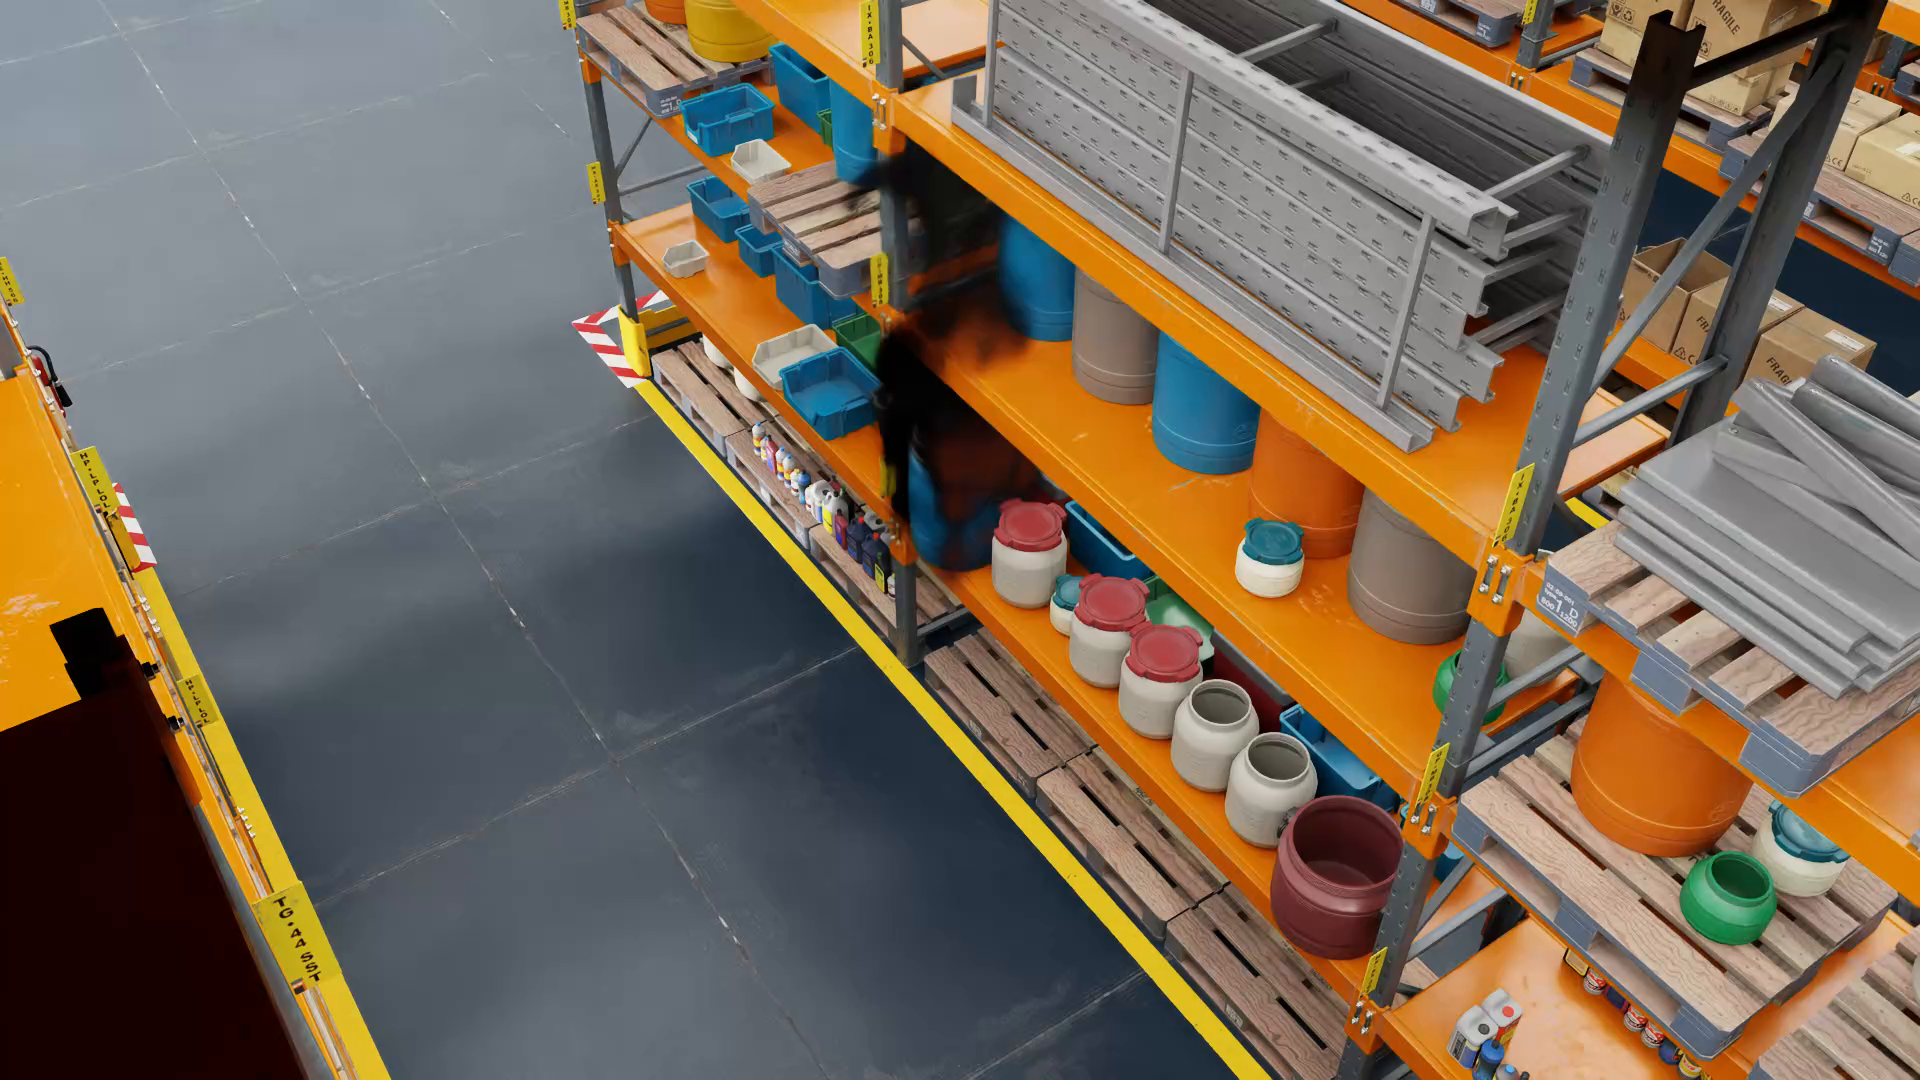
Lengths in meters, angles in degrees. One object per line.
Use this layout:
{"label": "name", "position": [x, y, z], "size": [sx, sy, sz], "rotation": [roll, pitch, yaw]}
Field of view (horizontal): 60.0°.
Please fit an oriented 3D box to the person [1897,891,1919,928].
{"label": "person", "position": [5.274, 1.649, 8.705], "size": [0.704, 1.739, 0.663], "rotation": [-25, 48, -24]}
